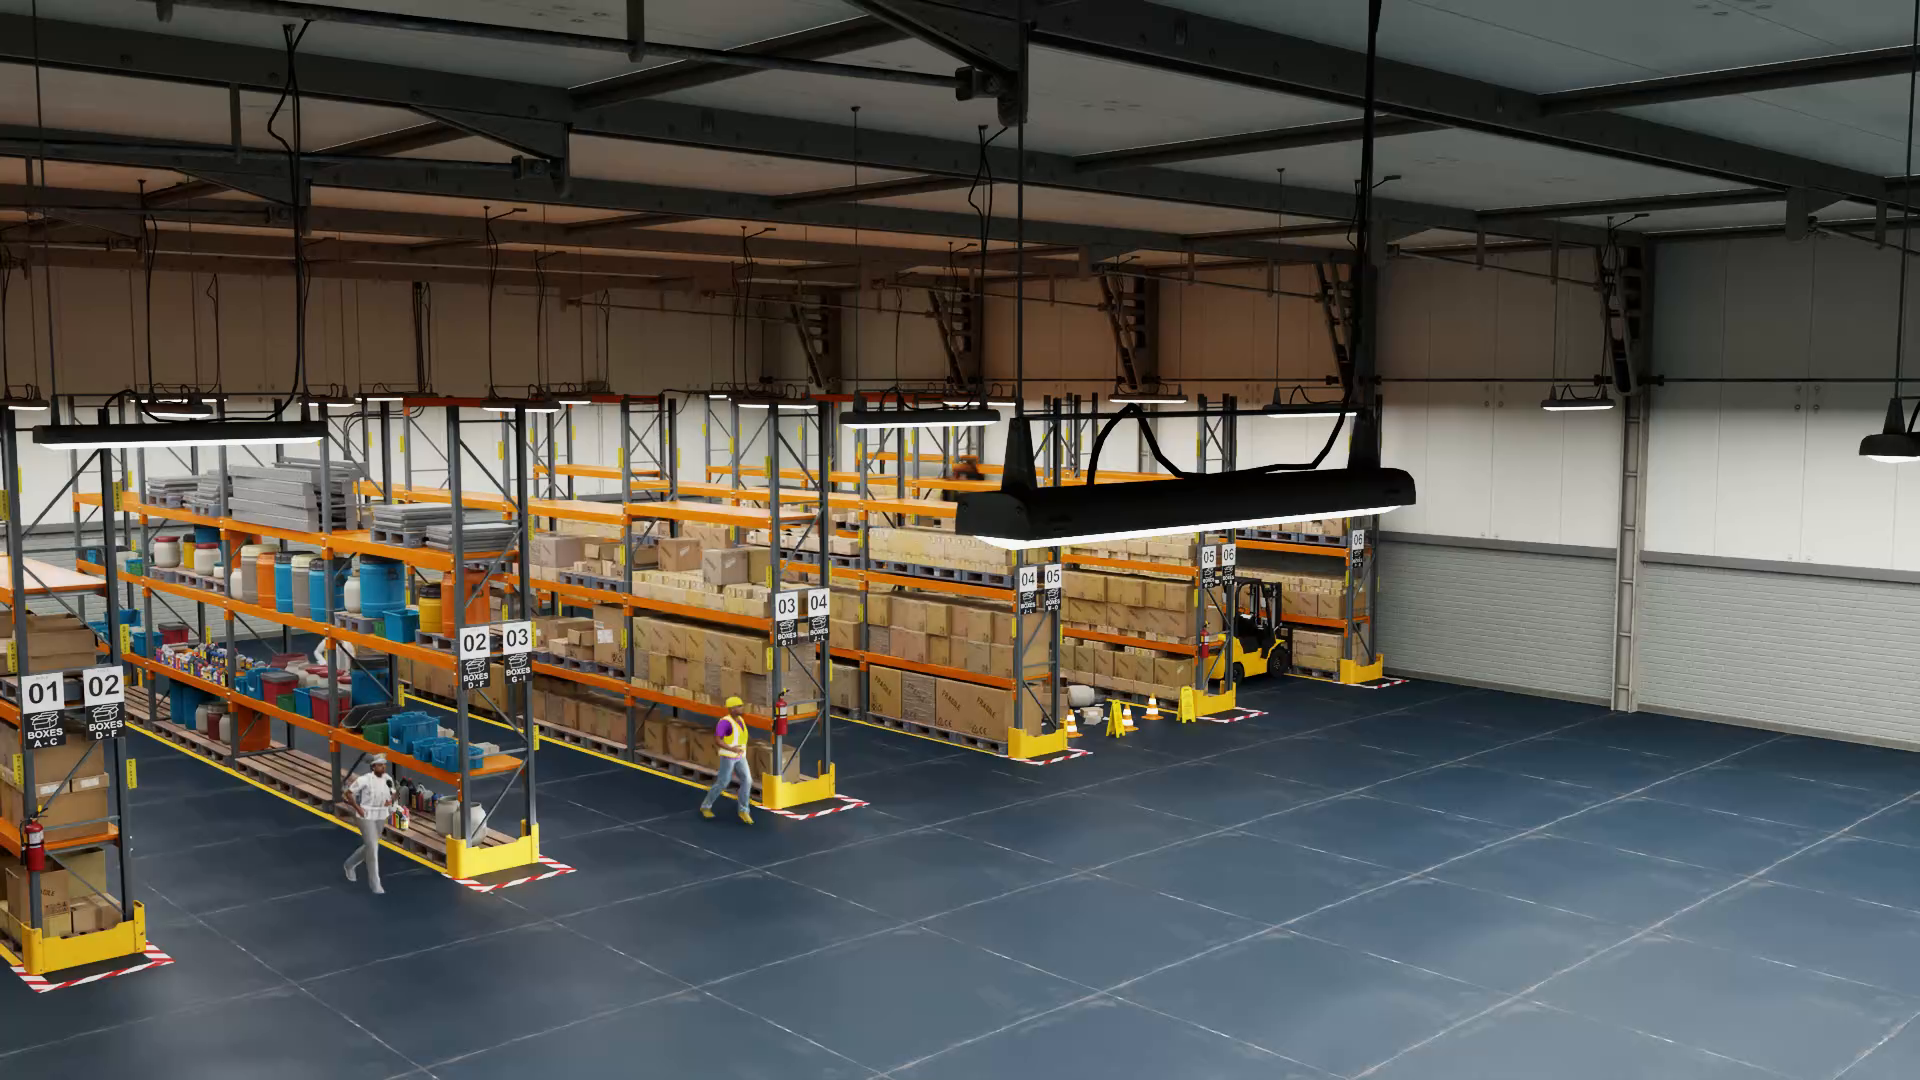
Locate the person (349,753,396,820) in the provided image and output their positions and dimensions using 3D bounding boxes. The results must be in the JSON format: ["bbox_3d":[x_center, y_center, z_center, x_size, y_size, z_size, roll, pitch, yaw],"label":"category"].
[{"bbox_3d":[-7.305,3.068,20.763,0.382,0.841,0.549,4,7,33],"label":"person"}]

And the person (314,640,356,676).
[{"bbox_3d":[-11.511,2.514,30.729,0.658,1.461,0.701,4,7,37],"label":"person"}]

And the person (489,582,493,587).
[{"bbox_3d":[-11.092,1.784,38.747,0.749,1.626,0.748,0,6,-3],"label":"person"}]

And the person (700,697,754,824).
[{"bbox_3d":[-3.255,3.152,23.940,0.831,1.790,0.759,3,6,28],"label":"person"}]
